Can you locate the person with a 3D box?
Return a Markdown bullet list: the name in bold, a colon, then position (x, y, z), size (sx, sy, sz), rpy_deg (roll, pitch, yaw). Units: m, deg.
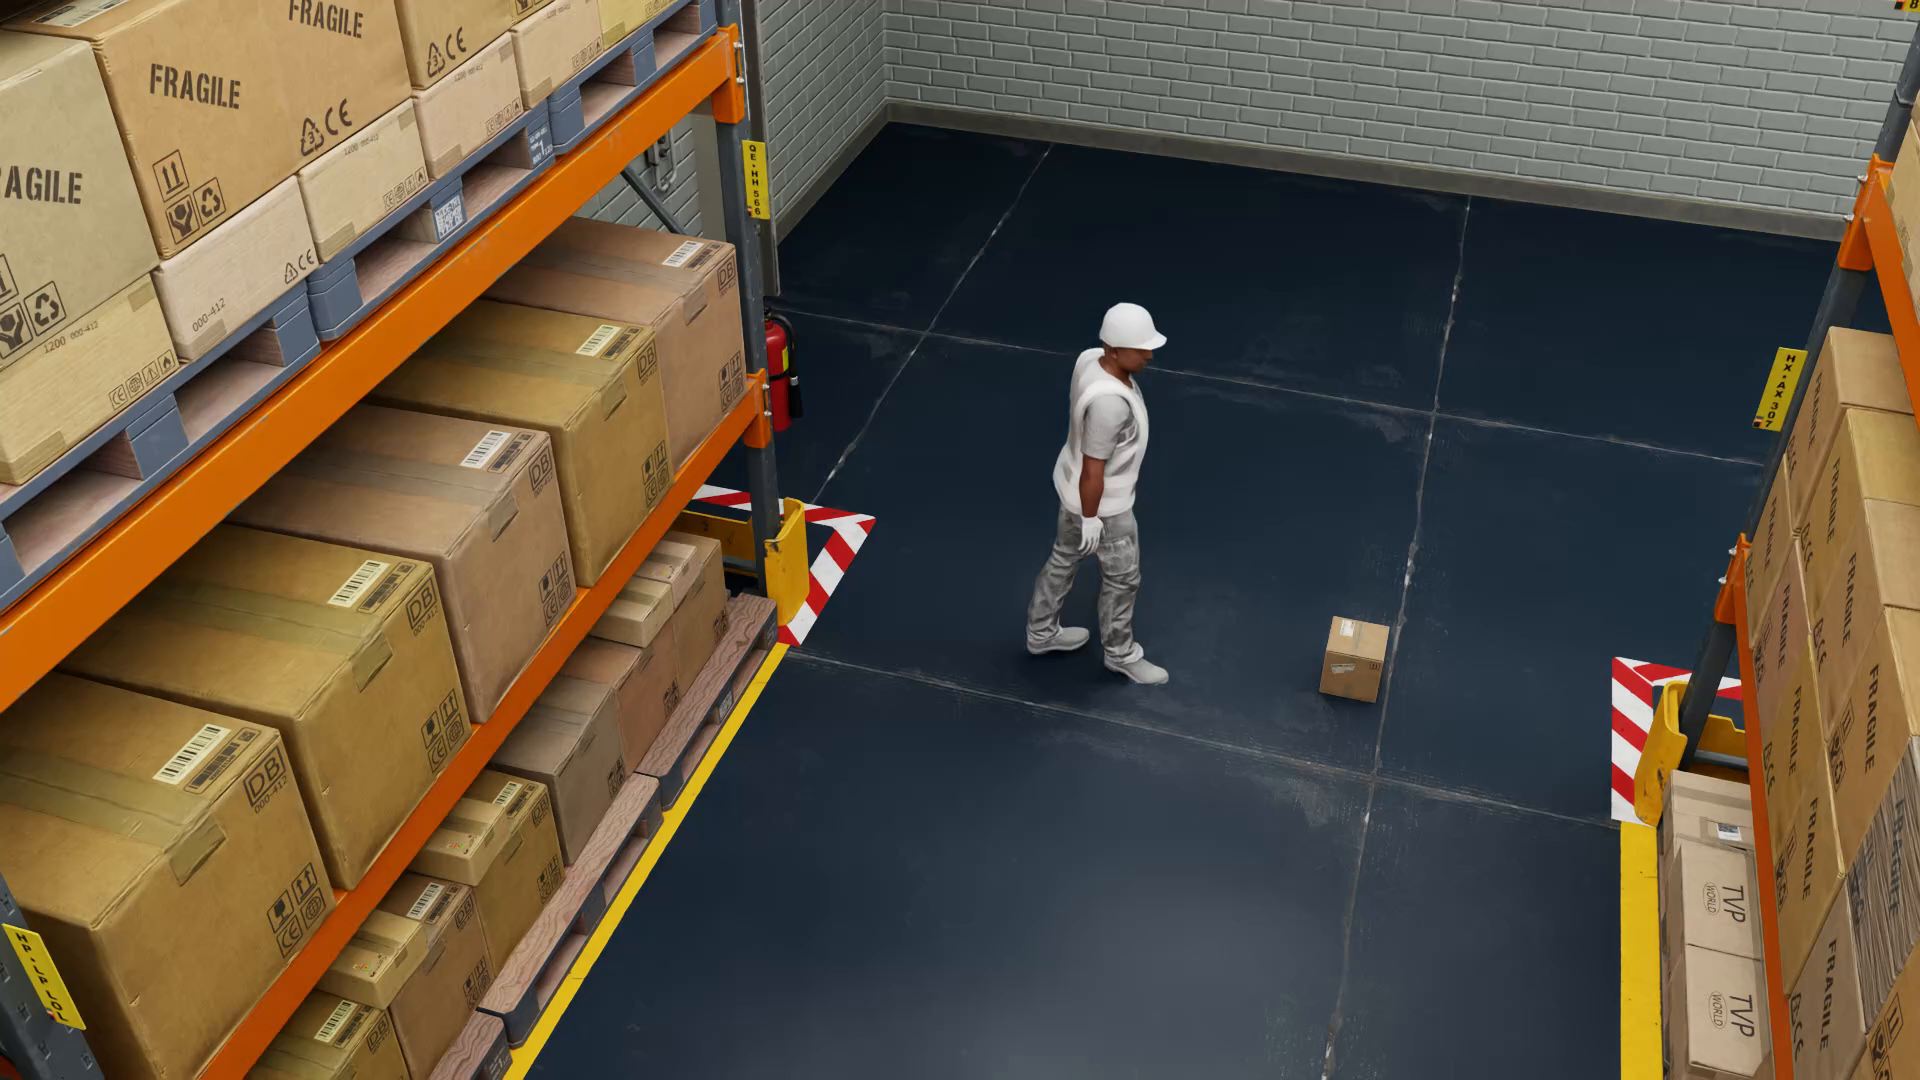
- **person**: position (0.611, -0.191, 7.137), size (0.612, 1.809, 0.575), rpy_deg (-5, 37, -7)
